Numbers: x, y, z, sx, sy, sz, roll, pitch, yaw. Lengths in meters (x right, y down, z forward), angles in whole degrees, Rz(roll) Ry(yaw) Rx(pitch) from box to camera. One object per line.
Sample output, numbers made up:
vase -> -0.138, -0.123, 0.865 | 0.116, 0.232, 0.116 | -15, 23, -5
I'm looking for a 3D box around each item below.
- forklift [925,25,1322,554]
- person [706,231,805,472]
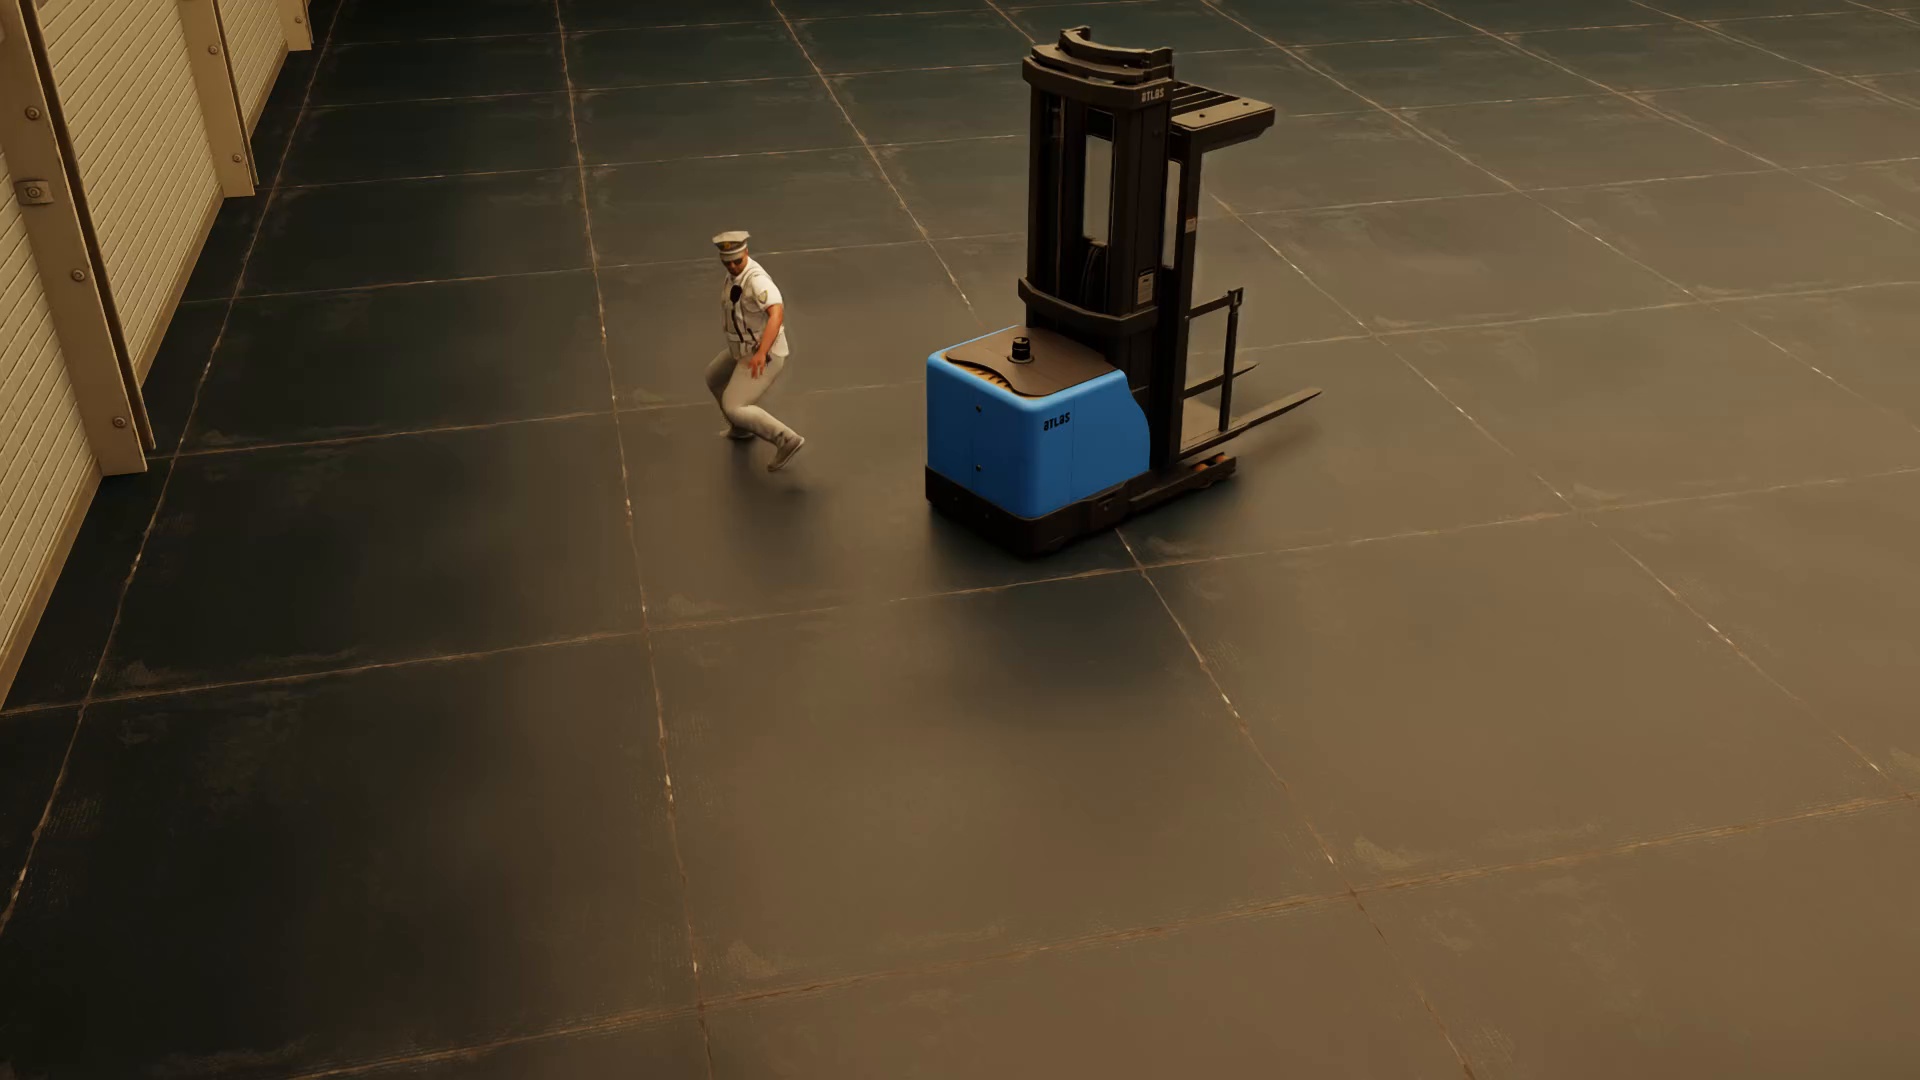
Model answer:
forklift -> 1.226, -1.788, 10.664 | 3.031, 2.935, 1.130 | -23, 37, -34
person -> -1.438, -1.300, 11.211 | 0.508, 1.641, 1.141 | -10, 31, -16
